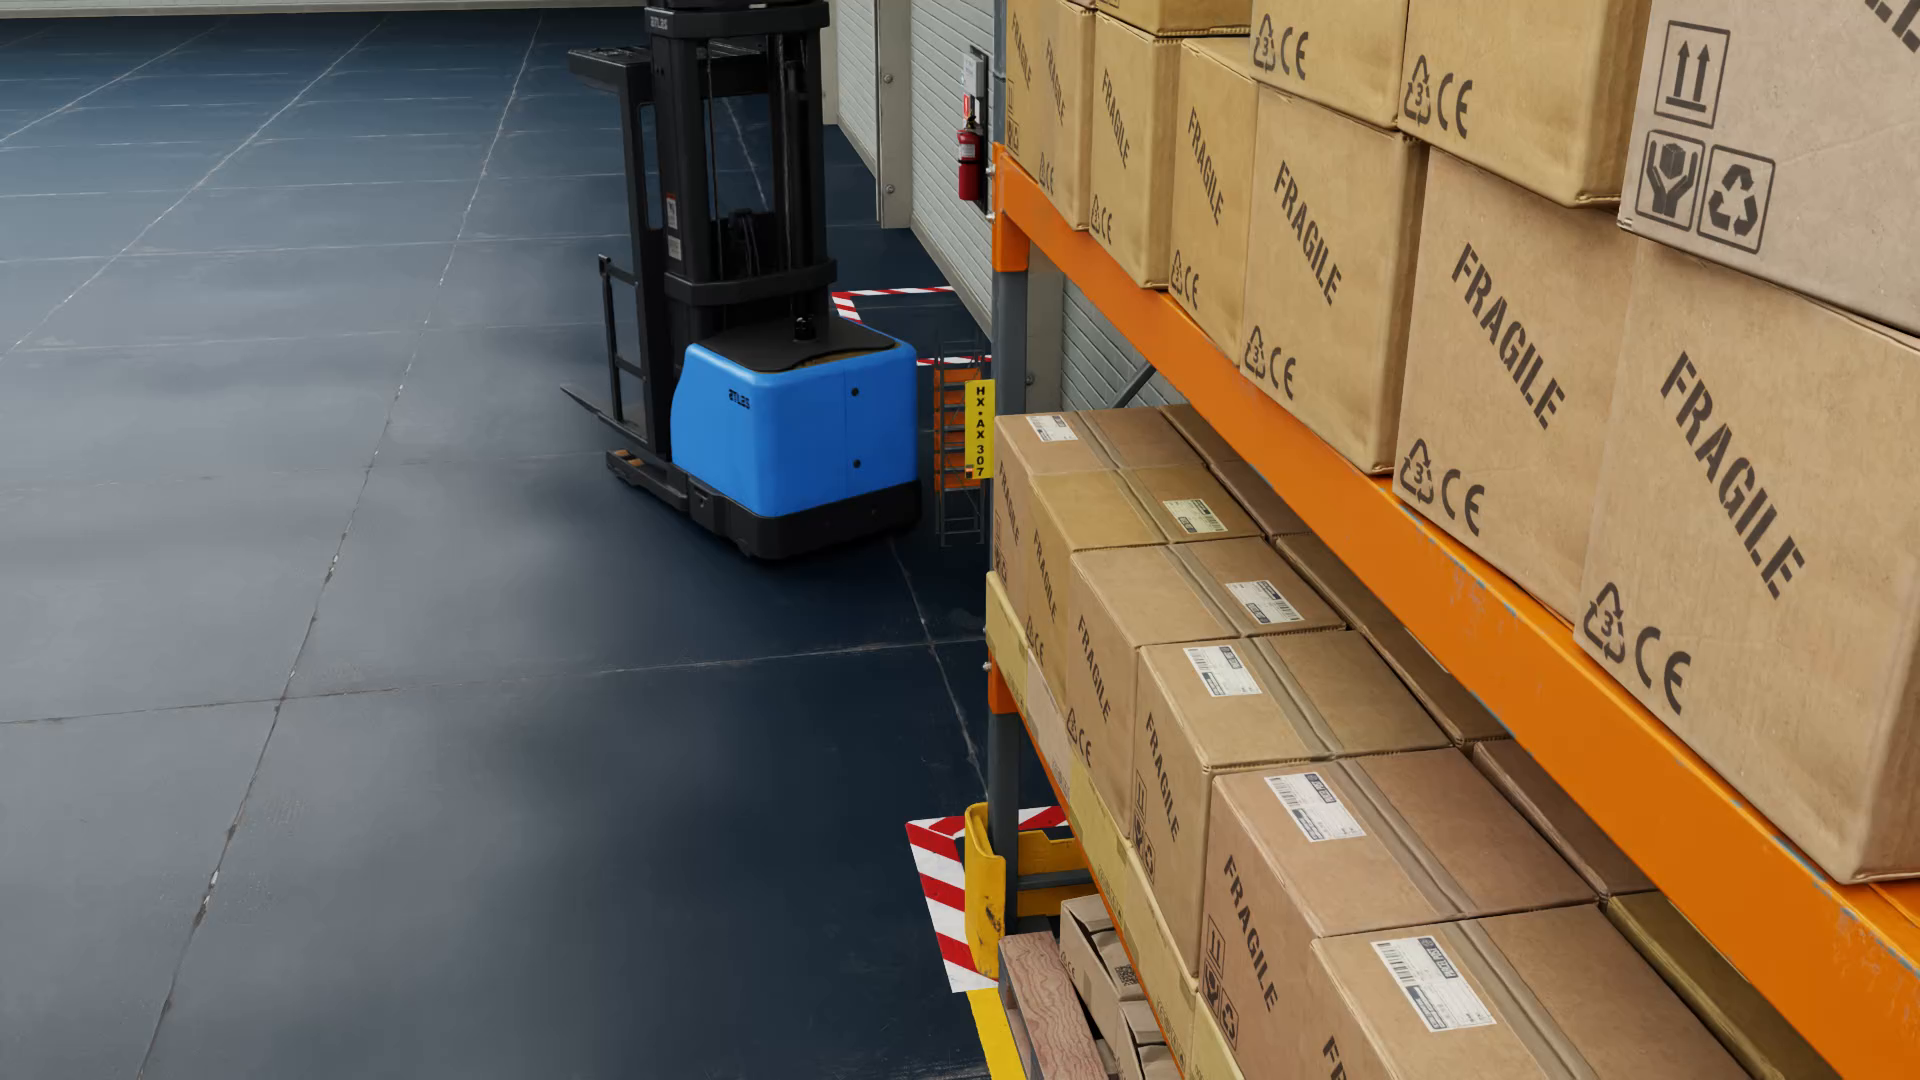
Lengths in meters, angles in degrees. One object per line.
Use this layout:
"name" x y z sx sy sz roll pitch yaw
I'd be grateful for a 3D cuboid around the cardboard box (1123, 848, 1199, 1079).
"cardboard box" 0.667 0.889 3.629 0.500 0.250 0.500 -4 24 -9

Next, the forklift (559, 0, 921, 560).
"forklift" -1.498 -1.767 9.633 1.130 2.935 3.031 -17 29 -33

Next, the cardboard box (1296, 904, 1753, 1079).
"cardboard box" 0.850 0.941 2.572 0.500 0.500 0.500 -4 24 -10

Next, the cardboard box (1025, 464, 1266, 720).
"cardboard box" 0.474 0.132 4.425 0.500 0.500 0.500 -4 24 -10

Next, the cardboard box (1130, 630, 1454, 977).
"cardboard box" 0.670 0.538 3.496 0.500 0.500 0.500 -4 24 -8

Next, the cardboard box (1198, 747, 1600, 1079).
"cardboard box" 0.767 0.743 3.027 0.500 0.500 0.500 -5 24 -11

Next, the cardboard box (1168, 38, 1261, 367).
"cardboard box" 0.699 -0.641 3.073 0.500 0.500 0.500 -3 24 -6

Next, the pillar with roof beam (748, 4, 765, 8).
"pillar with roof beam" -8.199 -14.008 30.081 9.100 9.000 0.400 -4 24 -10

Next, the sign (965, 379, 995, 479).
"sign" 0.066 -0.345 5.211 0.100 0.325 0.005 -4 24 -10

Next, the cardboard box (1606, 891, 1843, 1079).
"cardboard box" 1.365 0.896 2.675 0.500 0.500 0.500 -4 24 -10

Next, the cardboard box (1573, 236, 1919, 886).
"cardboard box" 1.002 -0.026 1.665 0.500 0.500 0.500 -4 24 -8

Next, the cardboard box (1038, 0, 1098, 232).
"cardboard box" 0.480 -1.055 4.019 0.500 0.500 0.500 -3 24 -6

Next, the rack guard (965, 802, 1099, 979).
"rack guard" 0.613 1.187 5.909 1.175 0.500 0.348 -4 24 -10

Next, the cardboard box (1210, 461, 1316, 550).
"cardboard box" 0.979 0.095 4.509 0.500 0.500 0.500 -4 24 -9

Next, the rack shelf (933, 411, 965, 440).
"rack shelf" -0.003 -0.625 8.993 0.258 0.103 0.180 -4 24 -10

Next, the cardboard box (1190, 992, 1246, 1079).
"cardboard box" 0.761 1.087 3.176 0.500 0.250 0.500 -4 24 -10

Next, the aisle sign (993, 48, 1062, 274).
"aisle sign" 0.291 -1.186 4.970 0.394 0.787 0.004 -4 24 -10

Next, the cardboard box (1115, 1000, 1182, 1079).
"cardboard box" 0.744 1.545 4.775 0.500 0.311 0.500 -2 24 -5

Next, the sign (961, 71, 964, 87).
"sign" 0.041 -3.594 13.025 0.001 0.109 0.331 -4 24 -10

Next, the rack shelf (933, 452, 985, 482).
"rack shelf" -0.003 -0.405 9.089 0.258 0.103 0.180 -4 24 -10

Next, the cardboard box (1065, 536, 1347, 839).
"cardboard box" 0.563 0.336 3.959 0.500 0.500 0.500 -5 24 -11

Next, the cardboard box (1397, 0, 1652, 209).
"cardboard box" 0.867 -0.696 1.950 0.500 0.500 0.500 -3 24 -7

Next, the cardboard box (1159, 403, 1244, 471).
"cardboard box" 0.895 -0.103 4.964 0.500 0.500 0.500 -5 24 -10

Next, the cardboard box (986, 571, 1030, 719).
"cardboard box" 0.377 0.286 5.009 0.500 0.250 0.500 -5 24 -11

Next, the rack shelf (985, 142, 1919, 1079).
"rack shelf" 0.969 -0.247 3.219 1.077 0.370 4.000 -4 24 -10

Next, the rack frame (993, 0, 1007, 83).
"rack frame" 0.599 -2.738 4.276 1.000 3.000 0.127 -4 24 -10

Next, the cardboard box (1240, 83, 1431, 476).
"cardboard box" 0.782 -0.440 2.613 0.500 0.500 0.500 -5 24 -12

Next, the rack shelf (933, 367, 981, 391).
"rack shelf" -0.003 -0.845 8.897 0.258 0.103 0.180 -4 24 -10

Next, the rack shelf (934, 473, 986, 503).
"rack shelf" -0.003 -0.295 9.137 0.258 0.103 0.180 -4 24 -10

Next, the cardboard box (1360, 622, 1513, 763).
"cardboard box" 1.172 0.497 3.591 0.500 0.500 0.500 -4 24 -9

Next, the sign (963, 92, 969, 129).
"sign" 0.049 -3.354 13.137 0.001 0.329 0.234 -4 24 -10

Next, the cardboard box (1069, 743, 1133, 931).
"cardboard box" 0.576 0.690 4.084 0.500 0.250 0.500 -5 24 -11

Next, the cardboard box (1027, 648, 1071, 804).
"cardboard box" 0.487 0.489 4.544 0.500 0.250 0.500 -5 24 -11

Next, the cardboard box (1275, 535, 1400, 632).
"cardboard box" 1.078 0.299 4.044 0.500 0.500 0.500 -5 24 -11

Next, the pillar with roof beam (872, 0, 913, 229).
"pillar with roof beam" -4.871 -6.928 13.870 9.100 9.000 0.400 -4 24 -10

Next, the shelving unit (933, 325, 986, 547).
"shelving unit" -0.003 -0.556 9.023 0.258 1.200 0.189 -4 24 -10

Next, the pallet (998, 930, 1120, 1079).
"pallet" 0.729 1.641 5.229 1.003 0.211 1.213 -4 24 -10

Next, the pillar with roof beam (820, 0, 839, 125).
"pillar with roof beam" -5.980 -9.288 19.274 9.100 9.000 0.400 -4 24 -10

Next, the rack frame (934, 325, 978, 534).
"rack frame" -0.020 -0.592 9.105 0.240 1.200 0.006 -4 24 -10

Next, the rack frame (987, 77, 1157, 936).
"rack frame" 0.599 0.011 5.477 1.000 3.000 0.127 -4 24 -10

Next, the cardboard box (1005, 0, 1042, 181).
"cardboard box" 0.415 -1.268 4.509 0.500 0.500 0.500 -4 24 -8

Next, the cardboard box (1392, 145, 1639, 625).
"cardboard box" 0.922 -0.225 2.120 0.500 0.500 0.500 -6 24 -14

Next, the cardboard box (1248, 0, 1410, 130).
"cardboard box" 0.761 -0.900 2.415 0.500 0.500 0.500 -5 24 -12

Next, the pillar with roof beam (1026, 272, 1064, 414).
"pillar with roof beam" -3.762 -4.568 8.466 9.100 9.000 0.400 -4 24 -10

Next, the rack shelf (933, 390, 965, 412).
"rack shelf" -0.003 -0.735 8.945 0.258 0.103 0.180 -4 24 -10

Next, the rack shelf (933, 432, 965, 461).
"rack shelf" -0.003 -0.515 9.041 0.258 0.103 0.180 -4 24 -10

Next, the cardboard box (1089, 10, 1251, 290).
"cardboard box" 0.580 -0.851 3.552 0.500 0.500 0.500 -3 24 -7

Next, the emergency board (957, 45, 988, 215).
"emergency board" 0.050 -3.112 12.629 0.194 1.169 0.643 -4 24 -10

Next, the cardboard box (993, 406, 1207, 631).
"cardboard box" 0.392 -0.063 4.872 0.500 0.500 0.500 -4 24 -10

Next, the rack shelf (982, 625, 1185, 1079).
"rack shelf" 0.969 1.128 3.819 1.077 0.370 4.000 -4 24 -10

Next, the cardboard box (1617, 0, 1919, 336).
"cardboard box" 0.980 -0.480 1.455 0.500 0.500 0.500 -6 24 -14

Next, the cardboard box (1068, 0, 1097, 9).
"cardboard box" 0.475 -1.506 3.804 0.500 0.500 0.500 -5 24 -10

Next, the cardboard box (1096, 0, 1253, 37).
"cardboard box" 0.581 -1.305 3.344 0.500 0.500 0.500 -4 24 -8

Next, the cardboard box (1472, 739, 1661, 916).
"cardboard box" 1.279 0.700 3.125 0.500 0.500 0.500 -4 24 -8

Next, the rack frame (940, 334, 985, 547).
"rack frame" 0.014 -0.520 8.940 0.240 1.200 0.006 -4 24 -10

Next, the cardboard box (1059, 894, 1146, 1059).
"cardboard box" 0.639 1.321 5.288 0.500 0.311 0.500 -7 25 -16
